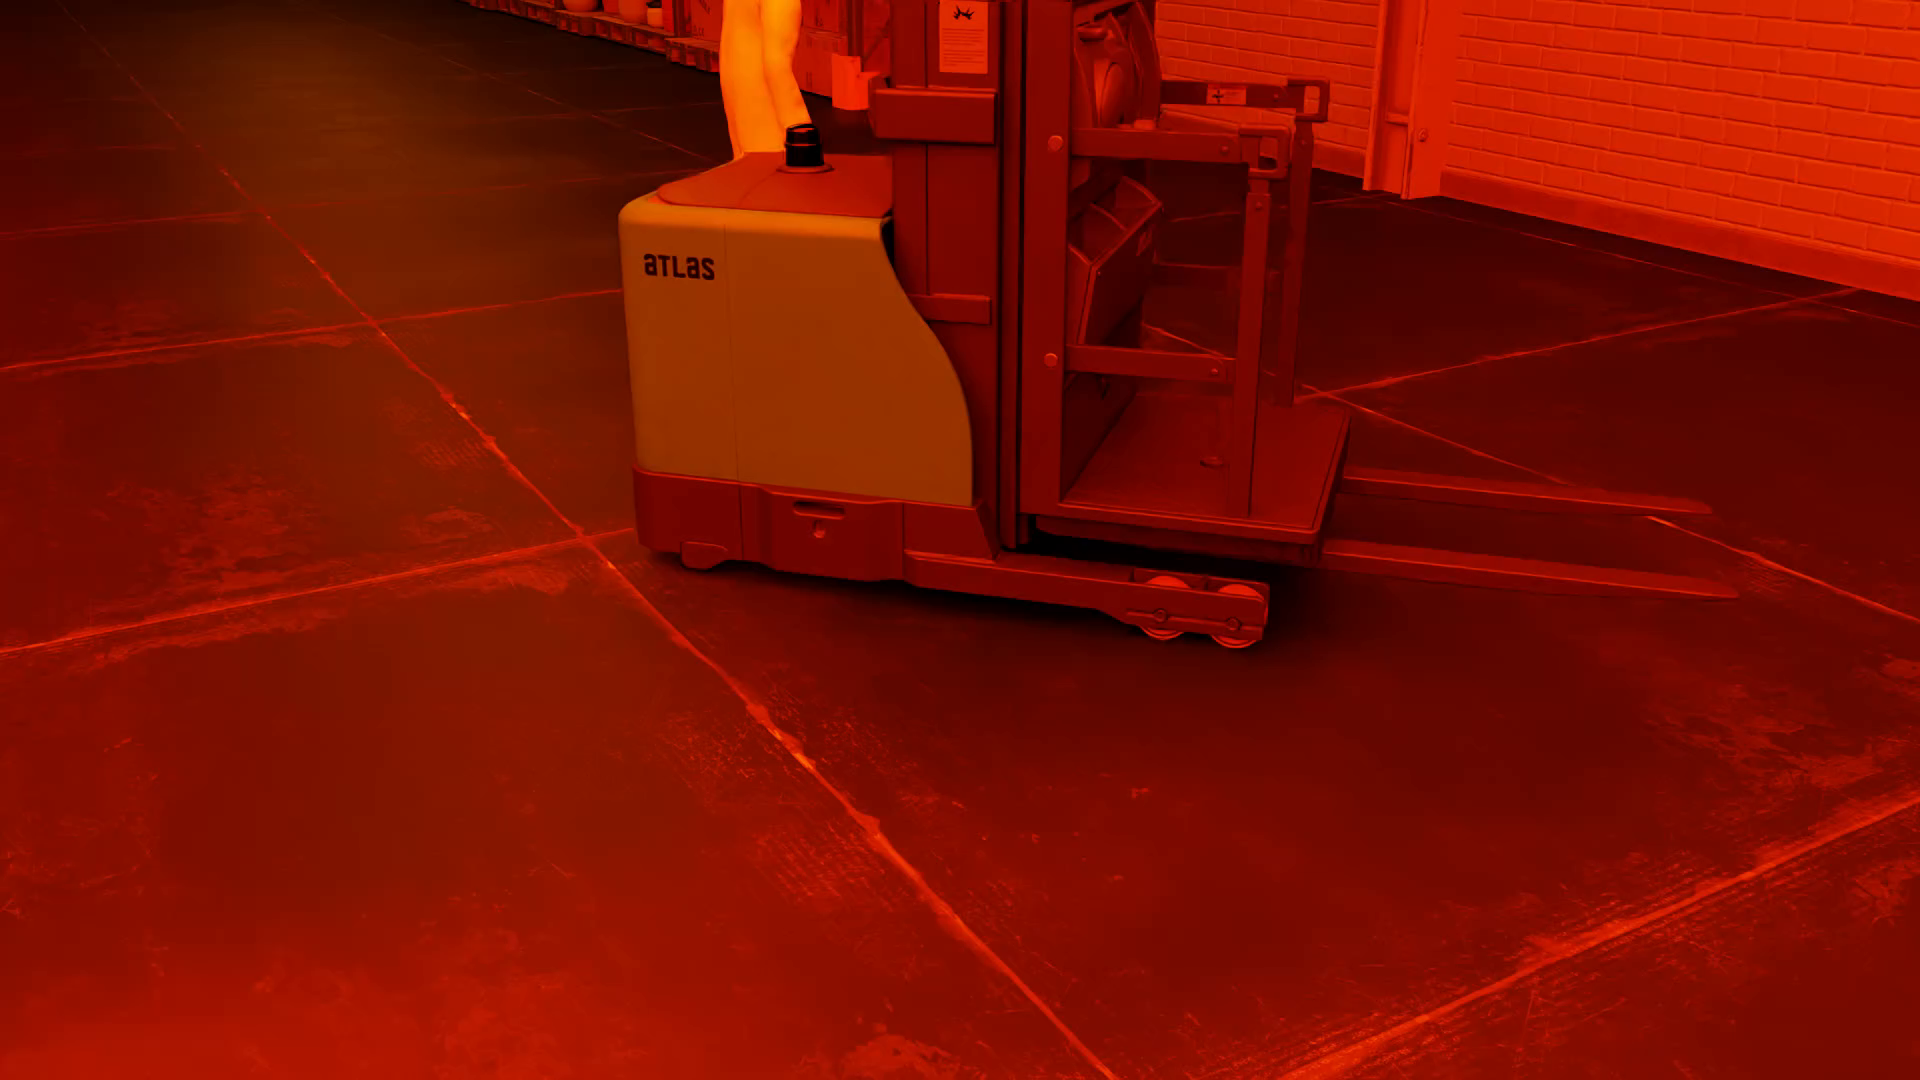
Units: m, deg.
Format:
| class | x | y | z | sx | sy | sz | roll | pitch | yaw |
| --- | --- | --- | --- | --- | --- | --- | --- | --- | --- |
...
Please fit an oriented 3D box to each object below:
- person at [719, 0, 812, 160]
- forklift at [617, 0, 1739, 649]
| class | x | y | z | sx | sy | sz | roll | pitch | yaw |
| --- | --- | --- | --- | --- | --- | --- | --- | --- | --- |
| person | -0.774 | -1.718 | 6.984 | 0.423 | 1.774 | 0.653 | -9 | 24 | -21 |
| forklift | 0.614 | -1.293 | 4.424 | 3.031 | 2.935 | 1.130 | 7 | 23 | 16 |
